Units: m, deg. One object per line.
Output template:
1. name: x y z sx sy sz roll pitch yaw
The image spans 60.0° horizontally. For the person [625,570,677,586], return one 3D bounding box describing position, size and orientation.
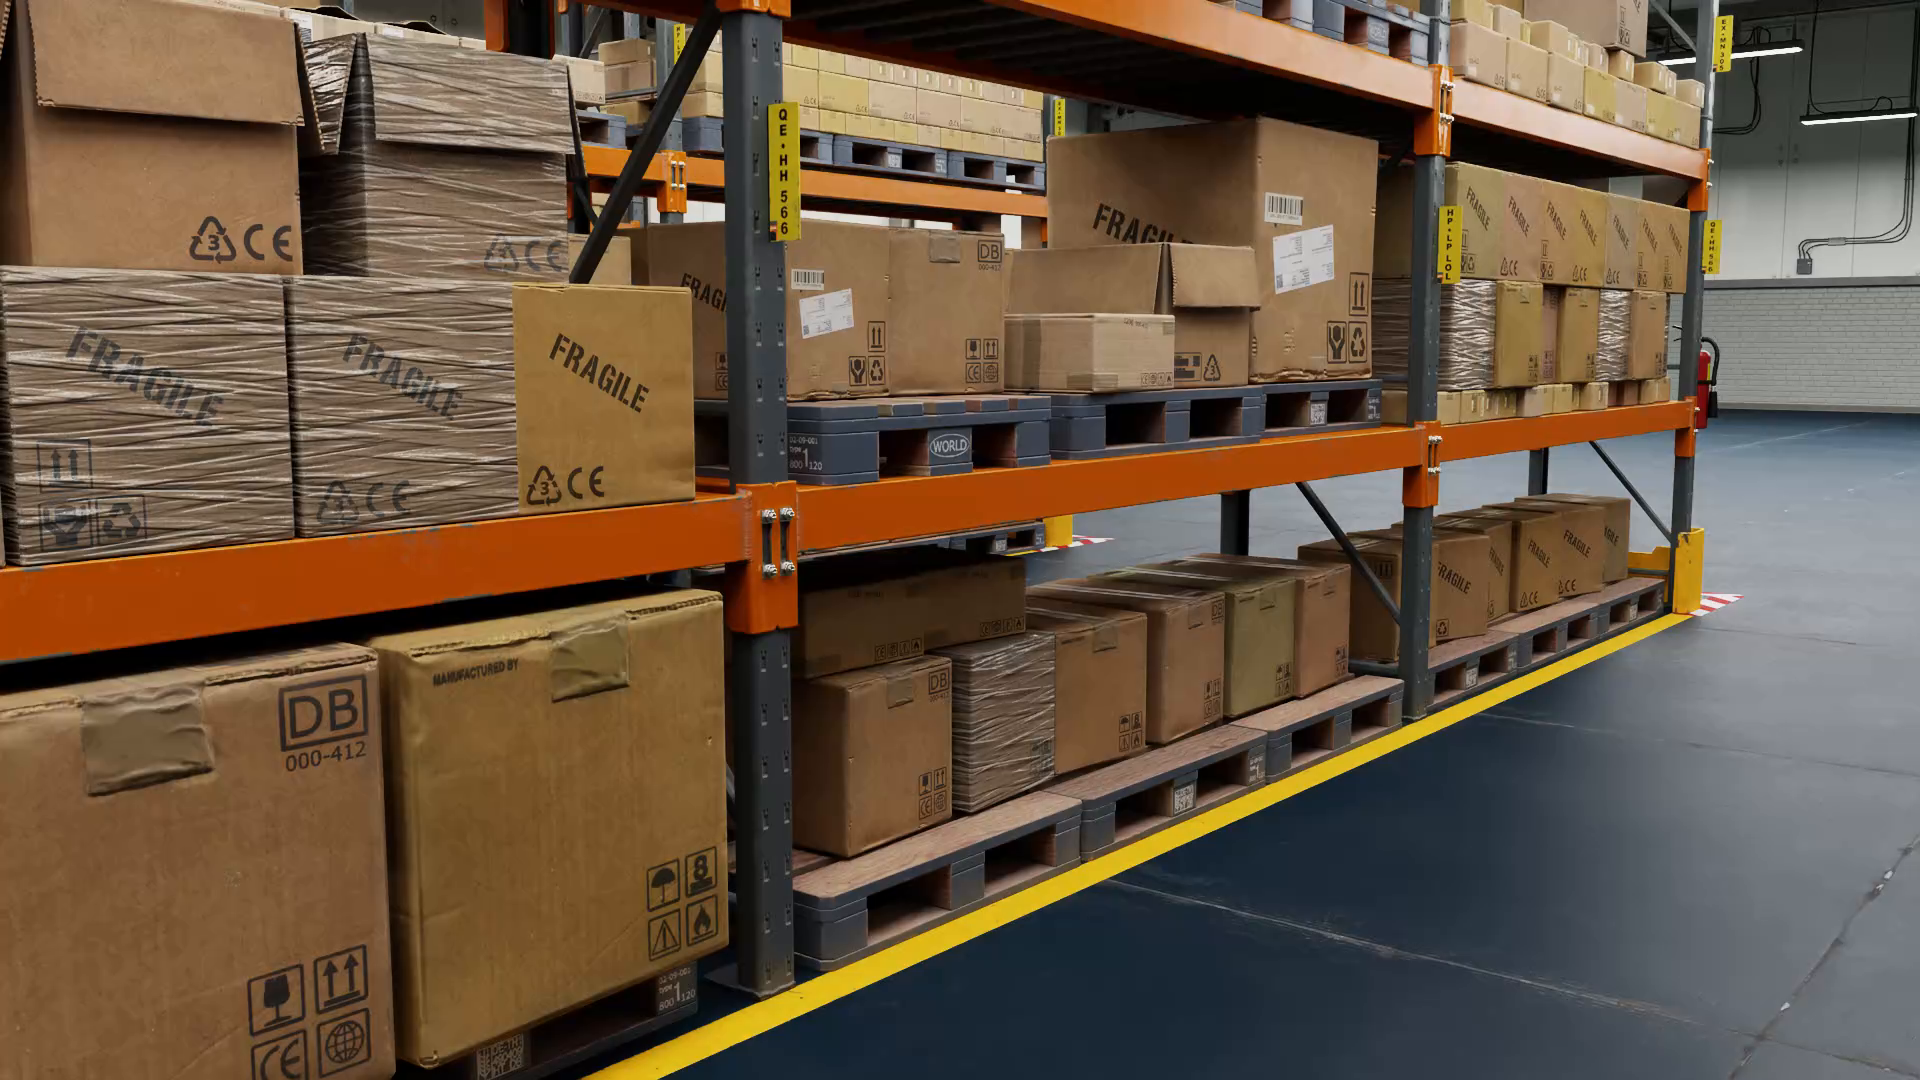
1. person: -1.494 -0.053 7.920 0.312 1.621 0.406 6 9 40
